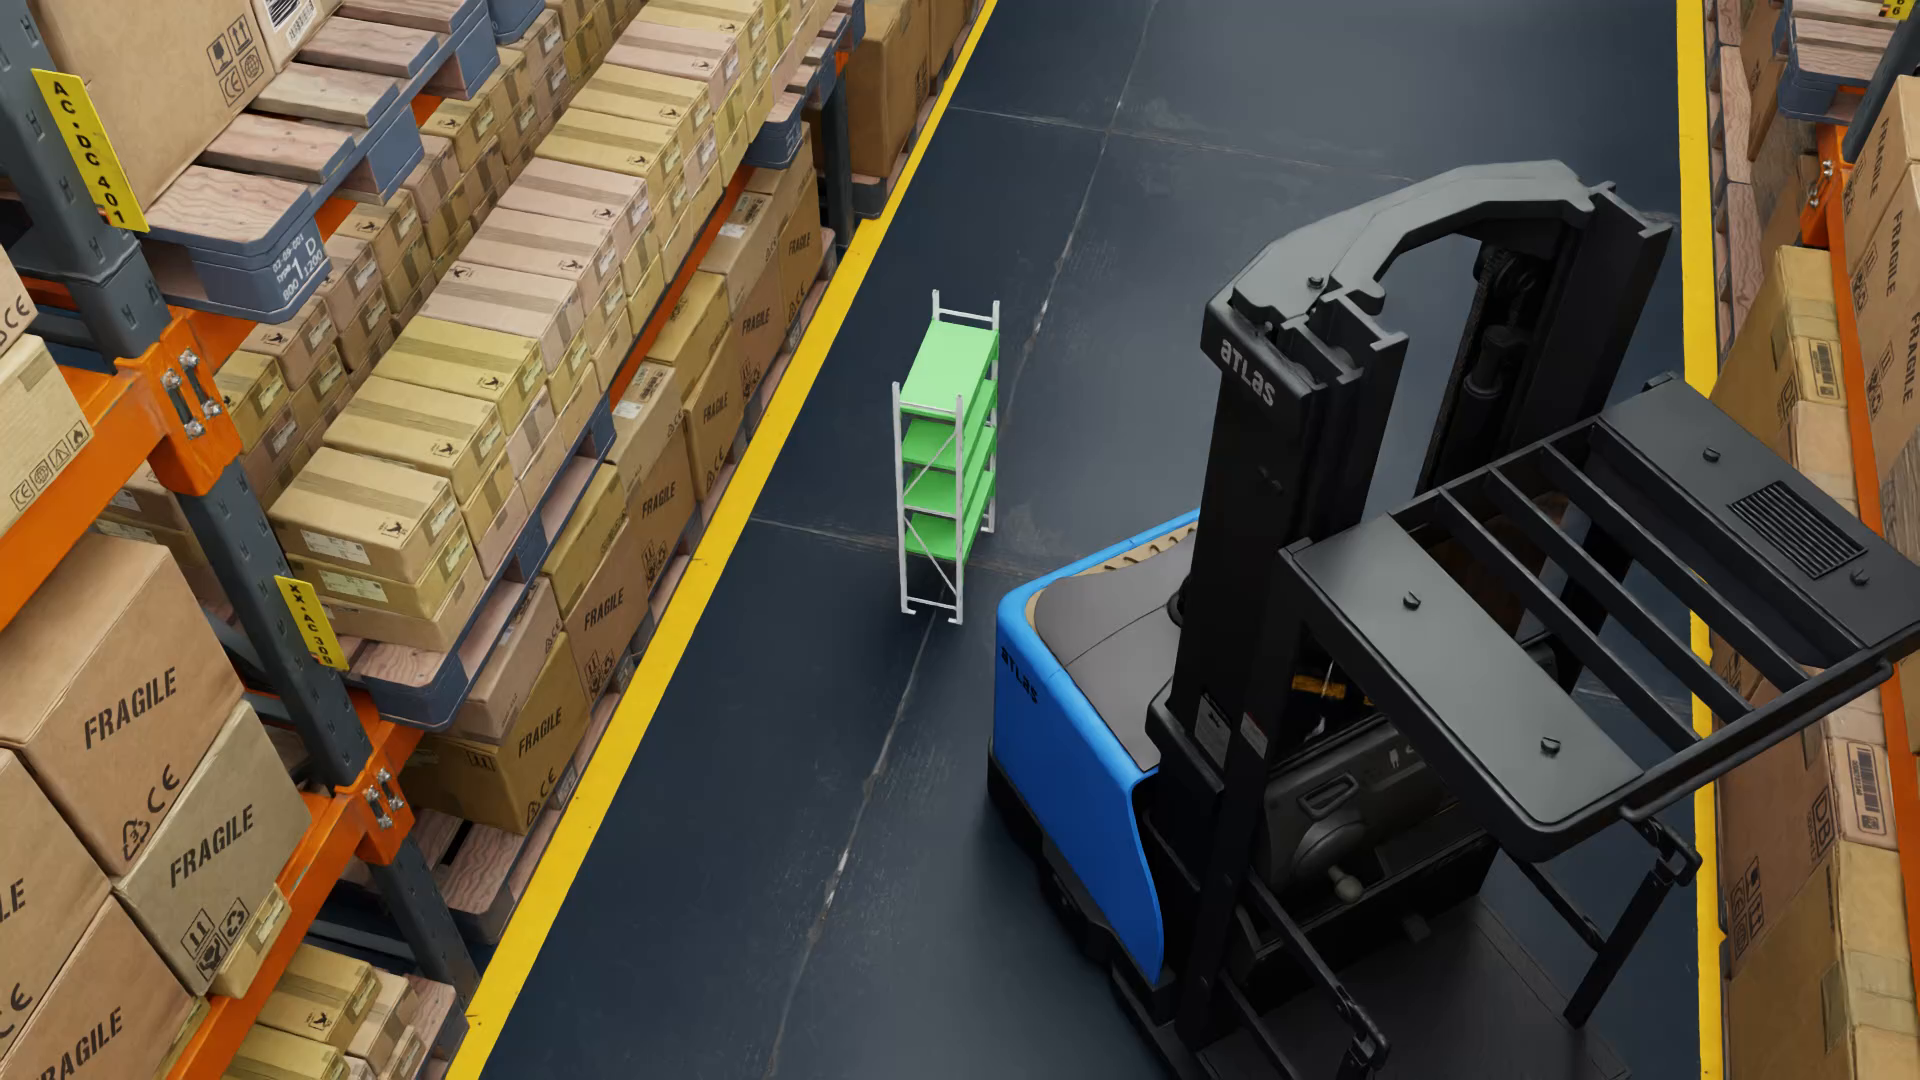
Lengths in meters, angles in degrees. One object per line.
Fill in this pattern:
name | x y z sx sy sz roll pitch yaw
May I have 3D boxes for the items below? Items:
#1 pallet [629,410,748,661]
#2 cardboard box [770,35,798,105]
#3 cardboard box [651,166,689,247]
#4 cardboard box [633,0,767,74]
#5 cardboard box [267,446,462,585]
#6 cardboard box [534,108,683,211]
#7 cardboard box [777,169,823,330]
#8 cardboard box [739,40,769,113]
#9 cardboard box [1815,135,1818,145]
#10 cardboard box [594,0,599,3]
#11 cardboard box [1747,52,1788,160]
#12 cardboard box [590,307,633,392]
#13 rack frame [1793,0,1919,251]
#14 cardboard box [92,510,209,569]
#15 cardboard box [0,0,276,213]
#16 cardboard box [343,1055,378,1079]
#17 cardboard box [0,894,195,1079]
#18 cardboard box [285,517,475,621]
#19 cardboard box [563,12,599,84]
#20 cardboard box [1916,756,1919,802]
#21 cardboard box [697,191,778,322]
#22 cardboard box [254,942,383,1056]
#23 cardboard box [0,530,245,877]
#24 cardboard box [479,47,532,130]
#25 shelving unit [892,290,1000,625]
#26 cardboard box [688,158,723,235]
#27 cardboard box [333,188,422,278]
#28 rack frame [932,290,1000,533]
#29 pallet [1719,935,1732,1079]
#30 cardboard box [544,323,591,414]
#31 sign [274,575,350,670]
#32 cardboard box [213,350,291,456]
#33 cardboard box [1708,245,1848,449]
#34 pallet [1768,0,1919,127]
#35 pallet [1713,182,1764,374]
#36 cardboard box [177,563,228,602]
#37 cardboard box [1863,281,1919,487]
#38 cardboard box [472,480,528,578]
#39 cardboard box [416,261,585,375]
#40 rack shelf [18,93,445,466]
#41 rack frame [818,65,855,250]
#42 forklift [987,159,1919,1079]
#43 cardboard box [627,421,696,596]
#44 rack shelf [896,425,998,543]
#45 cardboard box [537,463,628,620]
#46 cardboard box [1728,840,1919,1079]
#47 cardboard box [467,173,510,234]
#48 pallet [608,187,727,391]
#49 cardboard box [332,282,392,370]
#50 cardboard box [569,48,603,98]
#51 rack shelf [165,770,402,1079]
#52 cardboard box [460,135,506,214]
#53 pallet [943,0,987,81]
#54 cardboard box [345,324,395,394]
pallet | -1.530 -0.143 6.655 1.003 0.211 1.213 12 50 10
cardboard box | -0.820 -1.754 6.103 0.380 0.149 0.250 12 50 11
cardboard box | -1.095 -1.097 5.326 0.380 0.149 0.250 11 49 9
cardboard box | -0.890 -1.754 5.707 0.380 0.149 0.250 13 50 11
cardboard box | -1.505 -0.064 4.216 0.380 0.149 0.250 14 50 12
cardboard box | -1.098 -1.195 5.214 0.380 0.149 0.250 13 50 11
cardboard box | -0.920 -1.295 7.198 0.500 0.500 0.500 11 50 10
cardboard box | -0.892 -1.653 5.816 0.380 0.149 0.250 12 50 10
cardboard box | 4.036 -1.902 7.220 0.500 0.250 0.500 17 51 14
cardboard box | -1.445 -2.096 6.009 0.380 0.149 0.250 11 50 10
cardboard box | 4.192 -2.081 7.879 0.700 0.500 0.500 15 50 13
cardboard box | -1.234 -0.615 5.098 0.380 0.149 0.250 10 49 8
rack frame | 3.759 -1.459 5.956 1.000 3.000 0.127 12 50 10
cardboard box | -2.138 -0.098 4.444 0.380 0.149 0.250 13 50 11
cardboard box | -1.846 -1.034 3.234 0.700 0.500 0.500 12 50 10
cardboard box | -1.888 1.577 4.699 0.380 0.149 0.250 9 49 8
cardboard box | -2.045 1.032 3.492 0.500 0.500 0.500 10 49 9
cardboard box | -1.505 0.034 4.327 0.380 0.149 0.250 12 50 11
cardboard box | -1.523 -1.782 5.930 0.380 0.149 0.250 12 50 10
cardboard box | 2.703 0.653 4.025 0.500 0.500 0.500 13 50 11
cardboard box | -1.049 -1.157 6.576 0.500 0.250 0.500 12 50 11
cardboard box | -1.895 1.299 4.746 0.380 0.149 0.250 13 50 11
cardboard box | -1.915 0.314 3.459 0.500 0.500 0.500 10 49 9
cardboard box | -1.652 -1.516 5.497 0.380 0.149 0.250 13 50 11
shelving unit | -0.044 -0.277 6.113 0.258 1.200 0.503 12 50 10
cardboard box | -1.028 -1.192 5.608 0.380 0.149 0.250 13 50 11
cardboard box | -1.858 -0.947 4.995 0.380 0.149 0.250 10 49 9
rack frame | 0.021 -0.454 6.269 0.240 1.200 0.015 12 50 10
pallet | 2.837 1.784 4.953 1.003 0.211 1.213 12 50 10
cardboard box | -1.303 -0.529 4.824 0.380 0.149 0.250 10 49 8
sign | -1.527 0.198 3.916 0.100 0.325 0.005 12 50 10
cardboard box | -2.065 -0.393 4.506 0.380 0.149 0.250 10 49 9
cardboard box | 3.557 -0.400 6.158 1.225 0.875 0.875 9 49 8
pallet | 3.844 -1.932 6.501 1.213 0.211 1.003 12 50 10
pallet | 3.966 -1.101 7.500 1.003 0.211 1.213 12 50 10
cardboard box | -2.139 0.000 4.555 0.380 0.149 0.250 11 49 9
cardboard box | 3.104 -0.449 4.998 0.500 0.500 0.500 11 49 9
cardboard box | -1.437 -0.069 4.617 0.380 0.149 0.250 12 50 11
cardboard box | -1.299 -0.632 4.717 0.380 0.149 0.250 11 49 10
rack shelf | -1.526 -1.819 4.752 1.077 0.370 4.000 12 50 10
rack frame | -0.999 -2.511 6.884 1.000 3.000 0.127 12 50 10
forklift | 1.258 0.701 4.096 1.130 2.935 3.031 -23 52 -19
cardboard box | -1.339 -0.176 6.211 0.500 0.500 0.500 12 50 11
rack shelf | -0.044 -0.235 6.161 0.258 0.148 0.480 12 50 10
cardboard box | -1.465 -0.045 5.595 0.500 0.250 0.500 13 50 11
cardboard box | 2.855 1.532 4.453 1.225 0.875 0.875 12 50 10
cardboard box | -1.729 -1.135 5.558 0.380 0.149 0.250 10 49 9
pallet | -1.481 -1.007 5.685 1.003 0.211 1.213 12 50 10
cardboard box | -1.934 -0.667 4.946 0.380 0.149 0.250 10 49 9
cardboard box | -1.523 -1.698 6.054 0.380 0.149 0.250 14 50 12
rack shelf | -2.579 2.067 3.323 1.077 0.370 4.000 12 50 10
cardboard box | -1.725 -1.227 5.440 0.380 0.149 0.250 13 50 11
pallet | -0.396 -3.023 9.196 1.003 0.211 1.213 12 50 10
cardboard box | -1.937 -0.549 5.040 0.380 0.149 0.250 9 49 8
